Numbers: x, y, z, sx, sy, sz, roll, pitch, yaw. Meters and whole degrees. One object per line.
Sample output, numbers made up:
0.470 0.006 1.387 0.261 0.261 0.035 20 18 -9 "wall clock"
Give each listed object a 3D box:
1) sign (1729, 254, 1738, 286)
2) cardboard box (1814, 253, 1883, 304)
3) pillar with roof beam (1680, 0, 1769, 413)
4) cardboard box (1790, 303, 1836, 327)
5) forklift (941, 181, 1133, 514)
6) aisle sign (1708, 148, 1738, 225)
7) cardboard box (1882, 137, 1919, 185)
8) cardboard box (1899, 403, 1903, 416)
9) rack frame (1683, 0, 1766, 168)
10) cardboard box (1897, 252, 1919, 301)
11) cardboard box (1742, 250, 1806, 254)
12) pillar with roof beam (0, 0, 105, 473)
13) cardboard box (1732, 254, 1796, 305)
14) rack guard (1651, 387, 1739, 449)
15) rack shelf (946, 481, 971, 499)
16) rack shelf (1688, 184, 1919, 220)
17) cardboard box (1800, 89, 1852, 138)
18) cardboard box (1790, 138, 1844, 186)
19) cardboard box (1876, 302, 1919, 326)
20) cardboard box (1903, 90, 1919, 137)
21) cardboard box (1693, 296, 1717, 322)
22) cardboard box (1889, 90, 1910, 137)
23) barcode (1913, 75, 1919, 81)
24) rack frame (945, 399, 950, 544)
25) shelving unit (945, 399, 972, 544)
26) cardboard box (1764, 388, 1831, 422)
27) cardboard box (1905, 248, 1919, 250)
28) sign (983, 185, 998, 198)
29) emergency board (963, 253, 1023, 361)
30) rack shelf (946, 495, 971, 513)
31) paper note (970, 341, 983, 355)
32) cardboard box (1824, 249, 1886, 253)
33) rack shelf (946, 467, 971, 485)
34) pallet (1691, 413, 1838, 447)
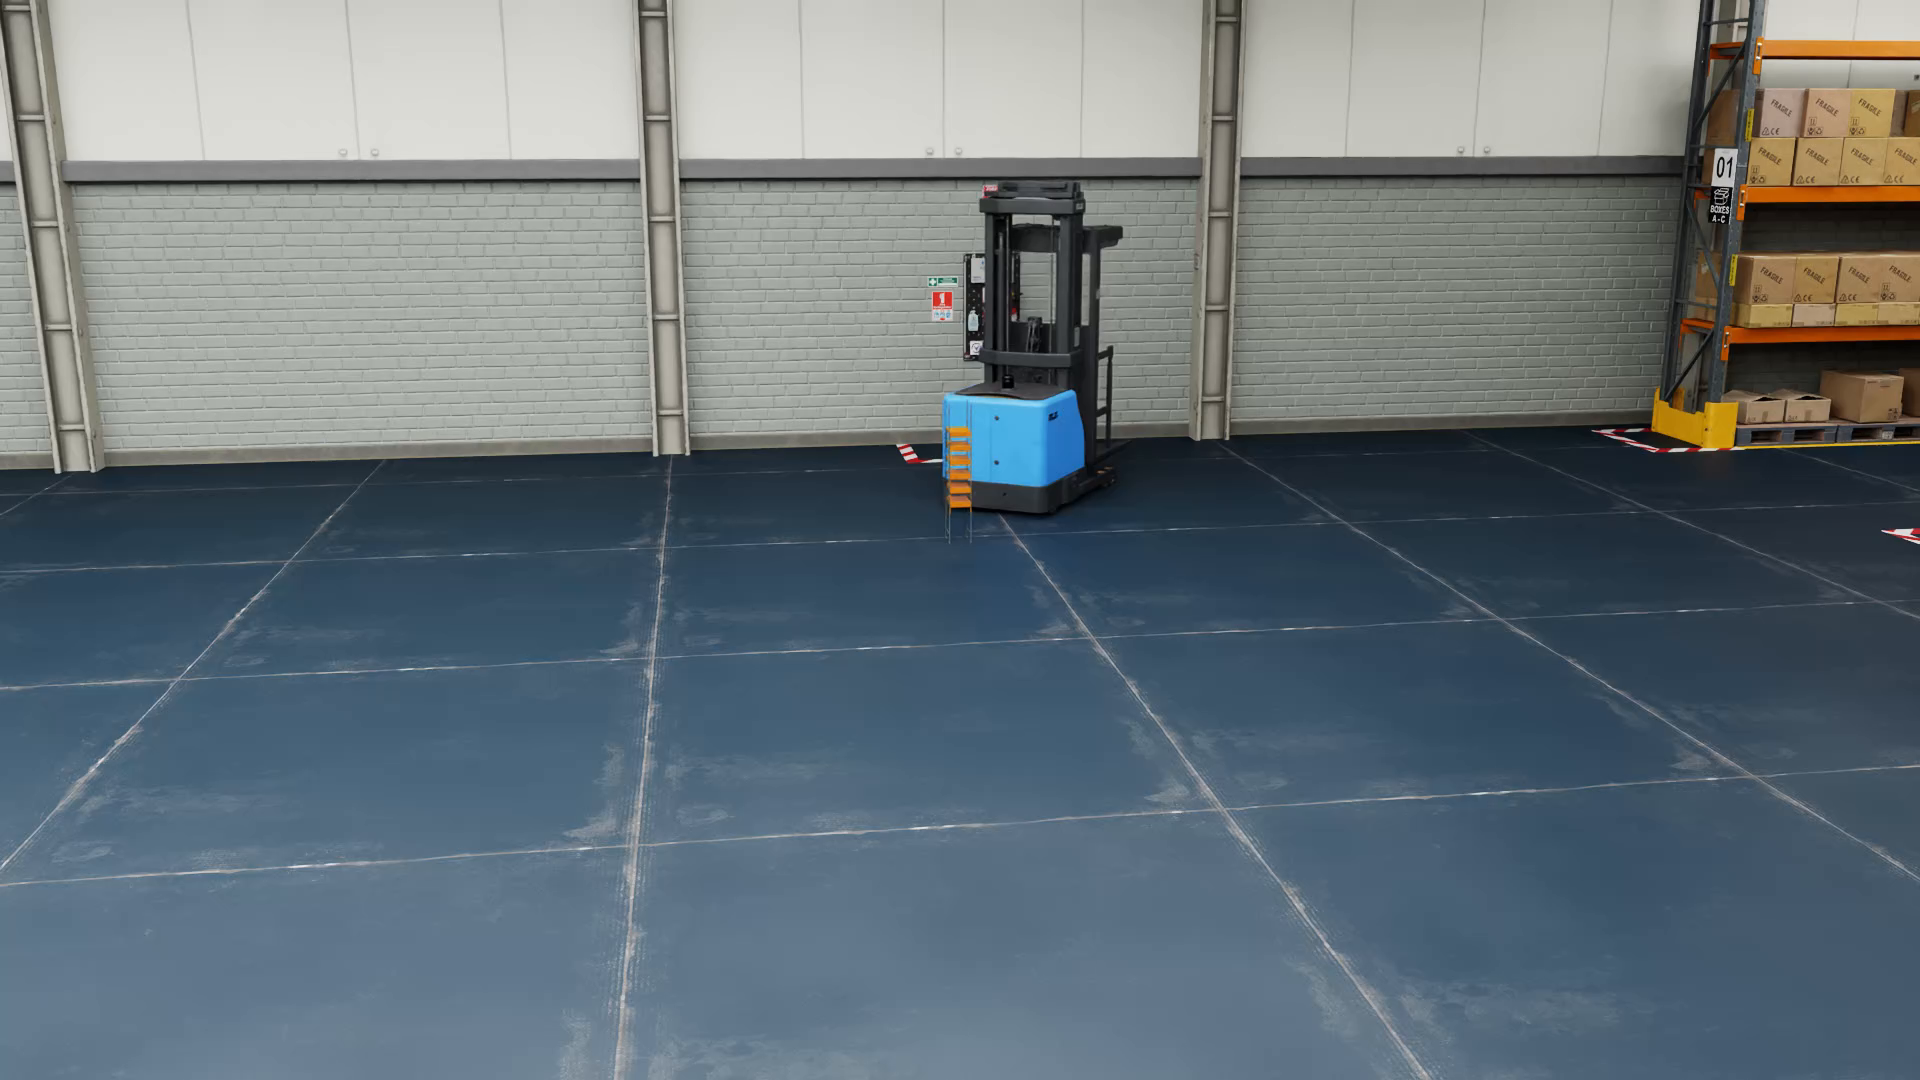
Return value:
8.270 -2.888 17.791 0.005 0.325 0.100 -2 14 -8 "sign"
9.708 -2.877 18.252 0.500 0.500 0.500 -3 14 -10 "cardboard box"
9.394 -4.706 14.488 0.400 9.000 9.100 -2 14 -8 "pillar with roof beam"
9.230 -2.499 18.287 0.500 0.250 0.500 -3 14 -10 "cardboard box"
0.897 -1.971 16.057 1.130 2.935 3.031 6 15 24 "forklift"
8.163 -3.785 17.802 0.004 0.787 0.394 -2 14 -8 "aisle sign"
10.133 -4.119 18.066 0.500 0.500 0.500 -1 14 -5 "cardboard box"
10.560 -1.521 19.076 0.250 0.149 0.380 -3 14 -13 "cardboard box"
8.189 -5.508 17.687 0.127 3.000 1.000 -2 14 -8 "rack frame"
10.731 -2.917 18.414 0.500 0.500 0.500 -3 14 -10 "cardboard box"
9.123 -2.983 18.676 0.500 0.500 0.500 -2 14 -8 "cardboard box"
-8.405 -4.054 11.887 0.400 9.000 9.100 -2 14 -8 "pillar with roof beam"
8.706 -2.844 18.122 0.500 0.500 0.500 -2 14 -8 "cardboard box"
8.264 -1.389 18.732 0.348 0.500 1.175 -2 14 -8 "rack guard"
-0.014 -0.422 14.114 0.180 0.103 0.258 -2 14 -8 "rack shelf"
10.167 -3.777 18.428 4.000 0.370 1.077 -2 14 -8 "rack shelf"
9.110 -4.558 17.762 0.500 0.500 0.500 -2 14 -9 "cardboard box"
9.093 -4.074 17.889 0.500 0.500 0.500 -1 14 -5 "cardboard box"
10.235 -2.534 18.426 0.500 0.250 0.500 -2 14 -8 "cardboard box"
10.634 -4.614 17.986 0.500 0.500 0.500 -3 14 -10 "cardboard box"
8.623 -2.599 18.686 0.500 0.250 0.500 -2 14 -7 "cardboard box"
10.104 -4.726 18.433 0.500 0.500 0.500 -2 14 -8 "cardboard box"
10.706 -5.173 18.610 0.075 0.075 0.001 -2 14 -8 "barcode"
-0.105 -0.578 14.061 0.006 1.200 0.240 -2 14 -8 "rack frame"
-0.014 -0.581 14.074 0.189 1.200 0.258 -2 14 -8 "shelving unit"
9.450 -1.532 18.786 0.500 0.311 0.500 -1 14 -4 "cardboard box"
11.137 -3.059 18.980 0.500 0.500 0.500 -2 14 -9 "cardboard box"
0.347 -3.682 17.972 0.199 0.298 0.001 -2 14 -8 "sign"
0.370 -2.534 18.160 0.643 1.169 0.194 -2 14 -8 "emergency board"
-0.014 -0.306 14.143 0.180 0.103 0.258 -2 14 -8 "rack shelf"
0.185 -2.117 18.308 0.142 0.148 0.016 -2 14 -8 "paper note"
10.131 -3.021 18.828 0.500 0.500 0.500 -2 14 -8 "cardboard box"
-0.014 -0.538 14.085 0.180 0.103 0.258 -2 14 -8 "rack shelf"
9.073 -1.270 18.850 1.213 0.211 1.003 -2 14 -8 "pallet"
